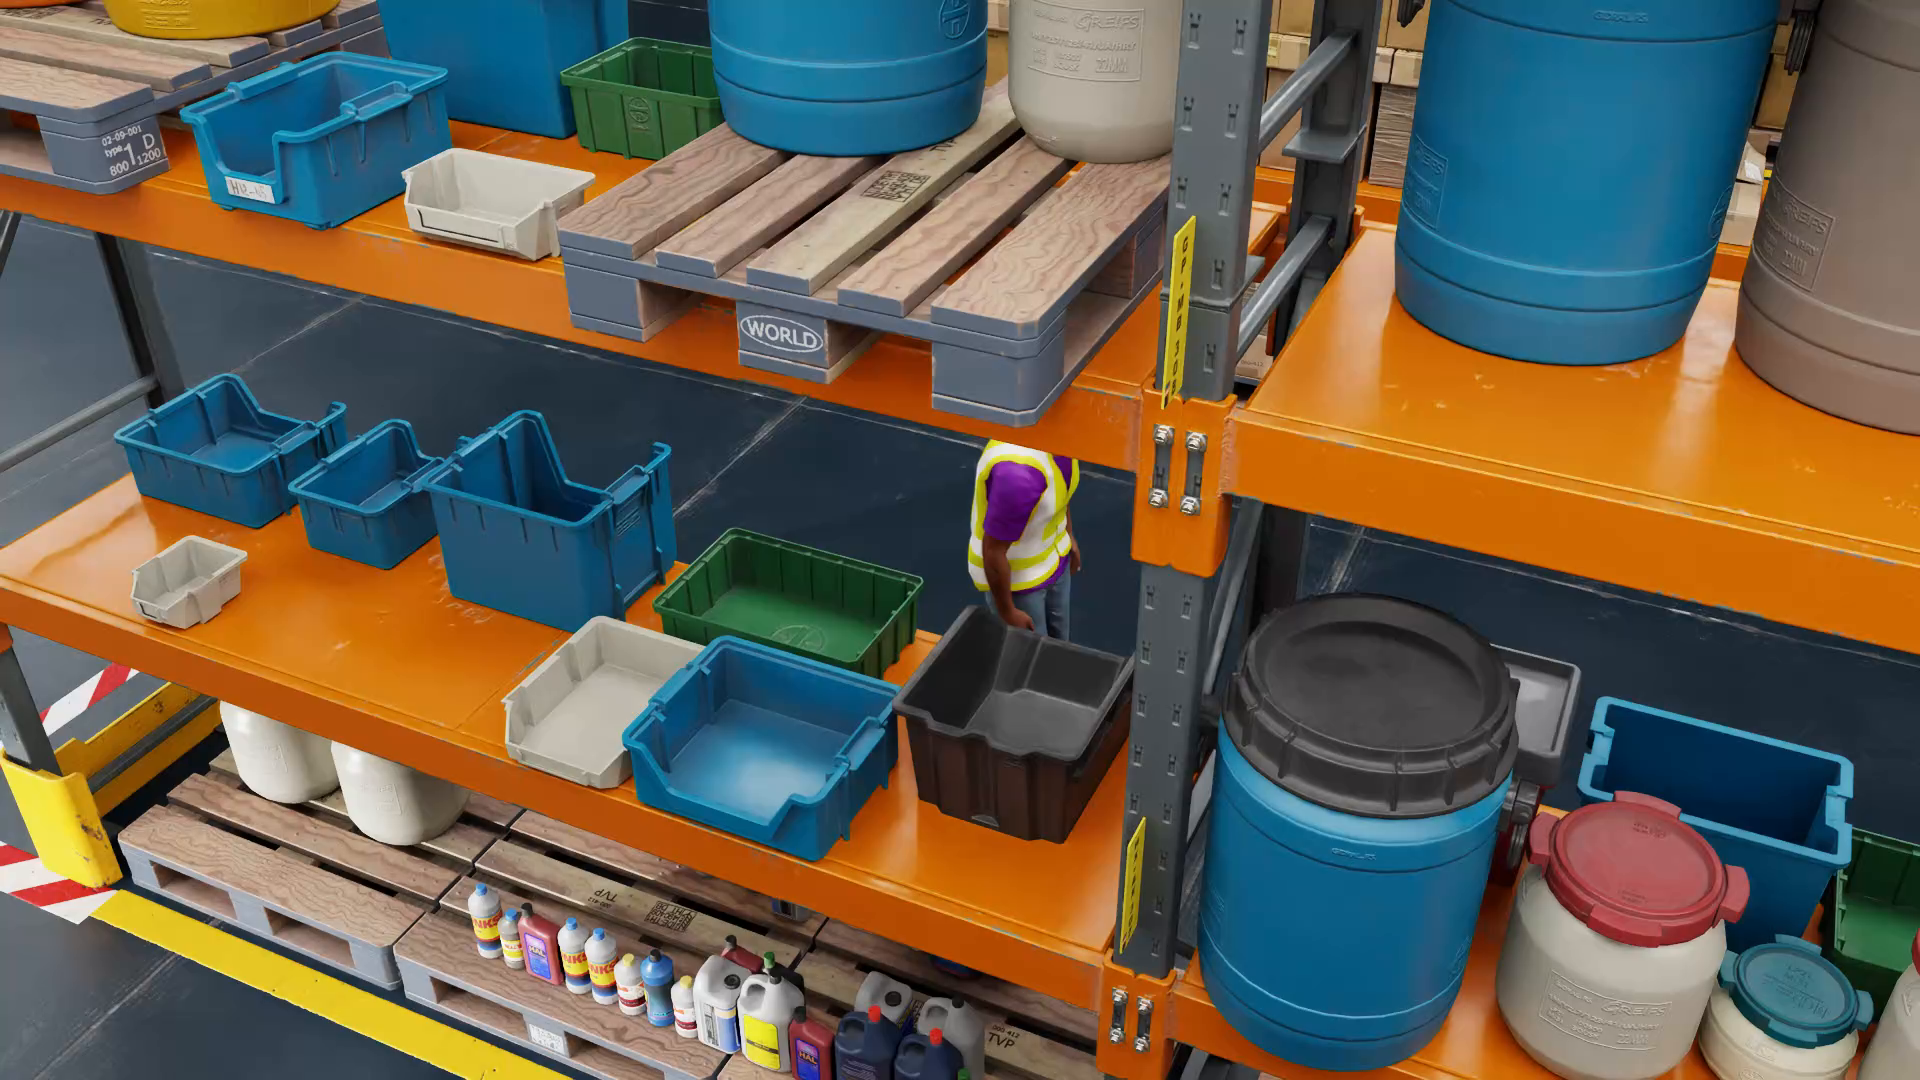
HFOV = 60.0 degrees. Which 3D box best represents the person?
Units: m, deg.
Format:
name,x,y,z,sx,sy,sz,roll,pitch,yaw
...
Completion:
name,x,y,z,sx,sy,sz,roll,pitch,yaw
person,0.277,0.114,5.953,0.463,1.760,0.631,14,36,20
